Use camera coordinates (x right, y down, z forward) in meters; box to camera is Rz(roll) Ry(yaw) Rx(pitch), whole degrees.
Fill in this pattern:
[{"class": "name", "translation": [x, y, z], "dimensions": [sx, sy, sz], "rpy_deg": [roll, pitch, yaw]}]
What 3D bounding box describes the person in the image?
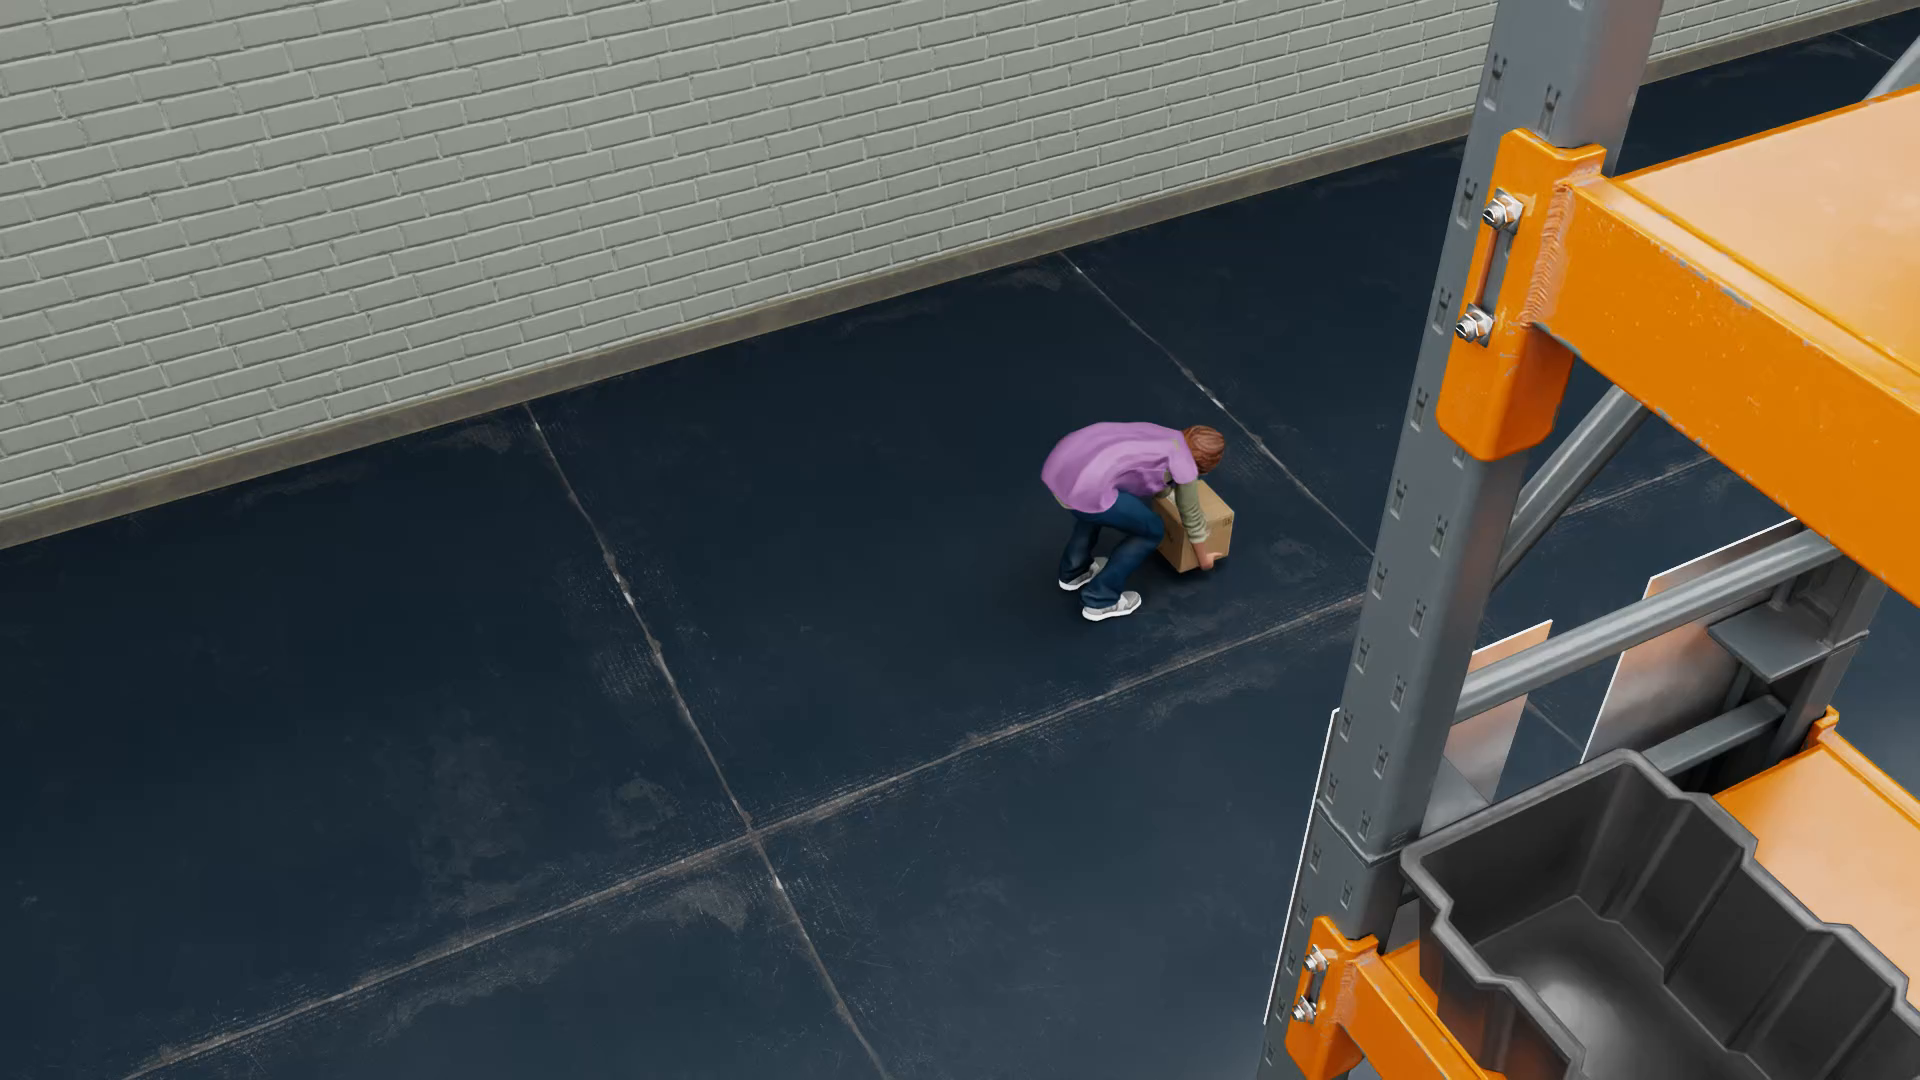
[{"class": "person", "translation": [0.659, -0.122, 6.836], "dimensions": [0.715, 0.886, 0.424], "rpy_deg": [-21, 46, -22]}]
